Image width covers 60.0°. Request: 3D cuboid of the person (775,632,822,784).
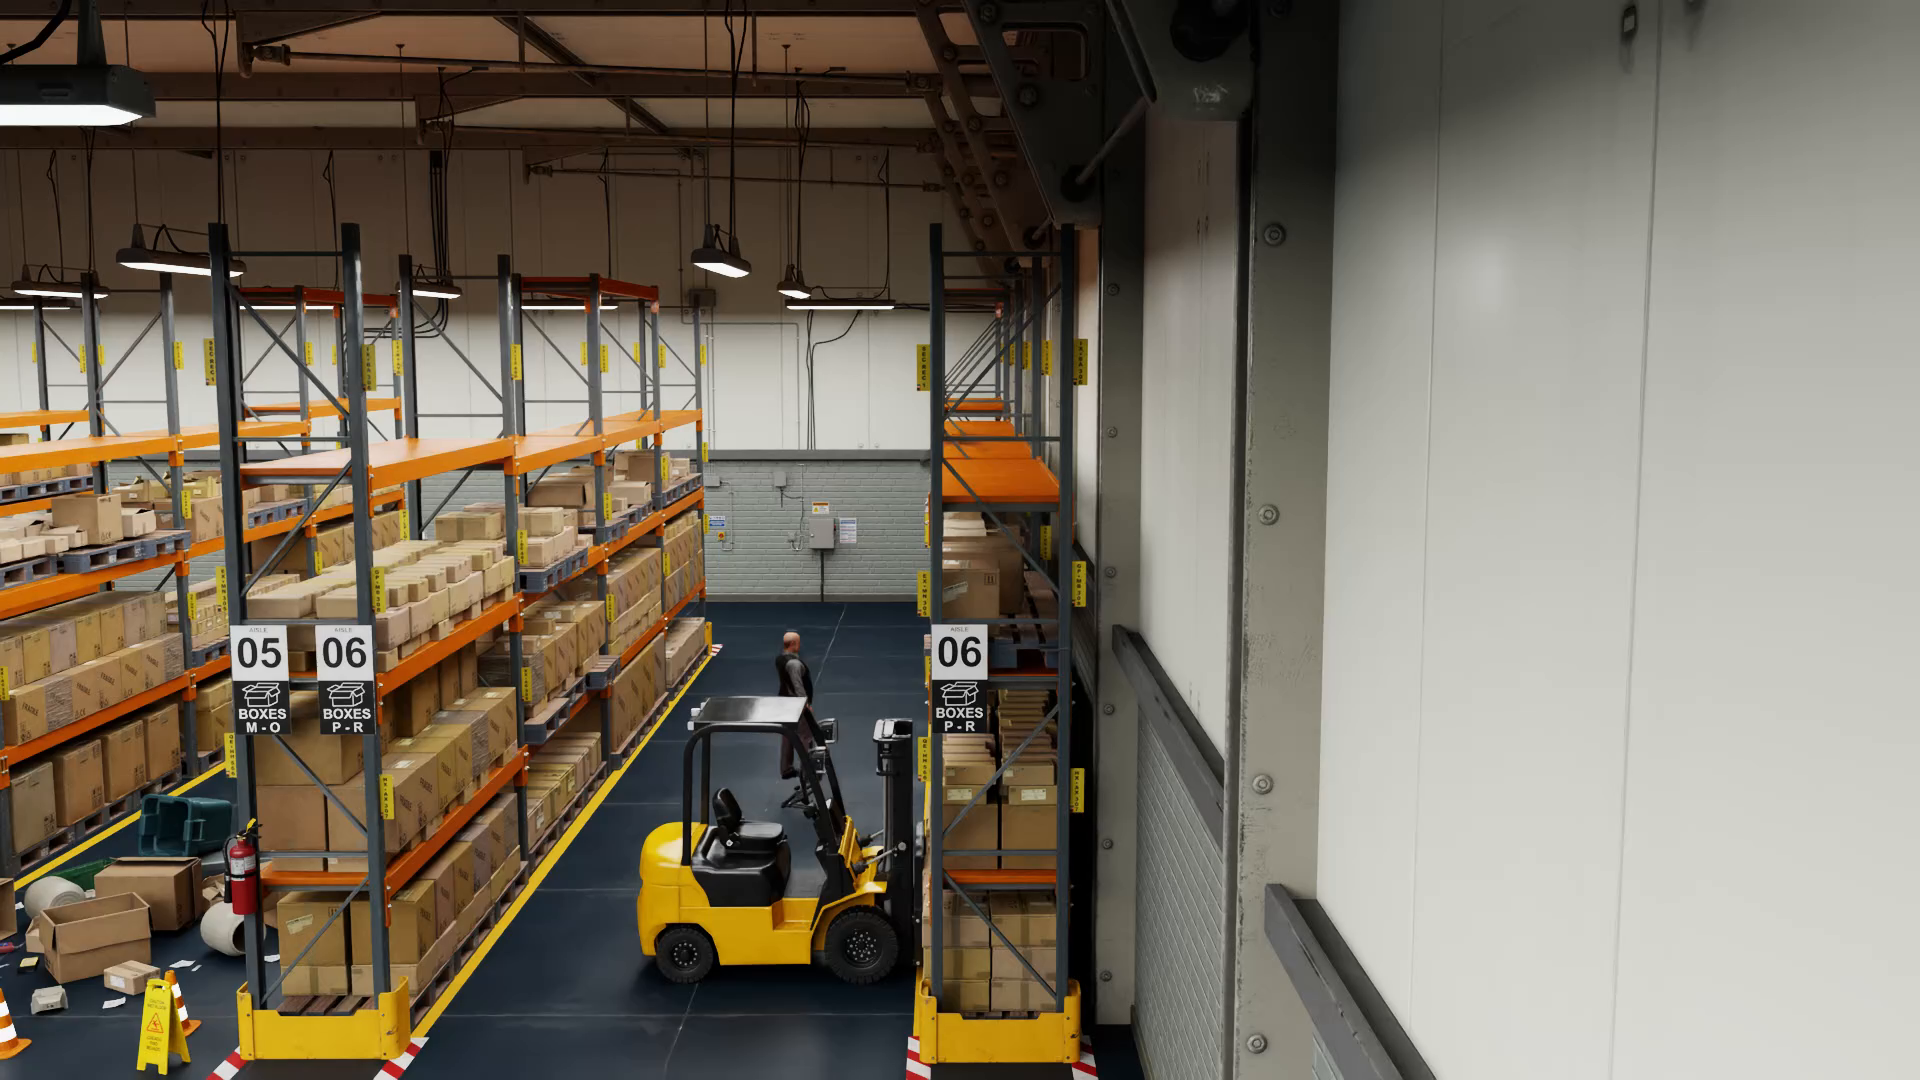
[{"bbox_3d":[-1.836,1.889,18.877,0.460,1.717,0.589,-4,8,-34],"label":"person"}]
